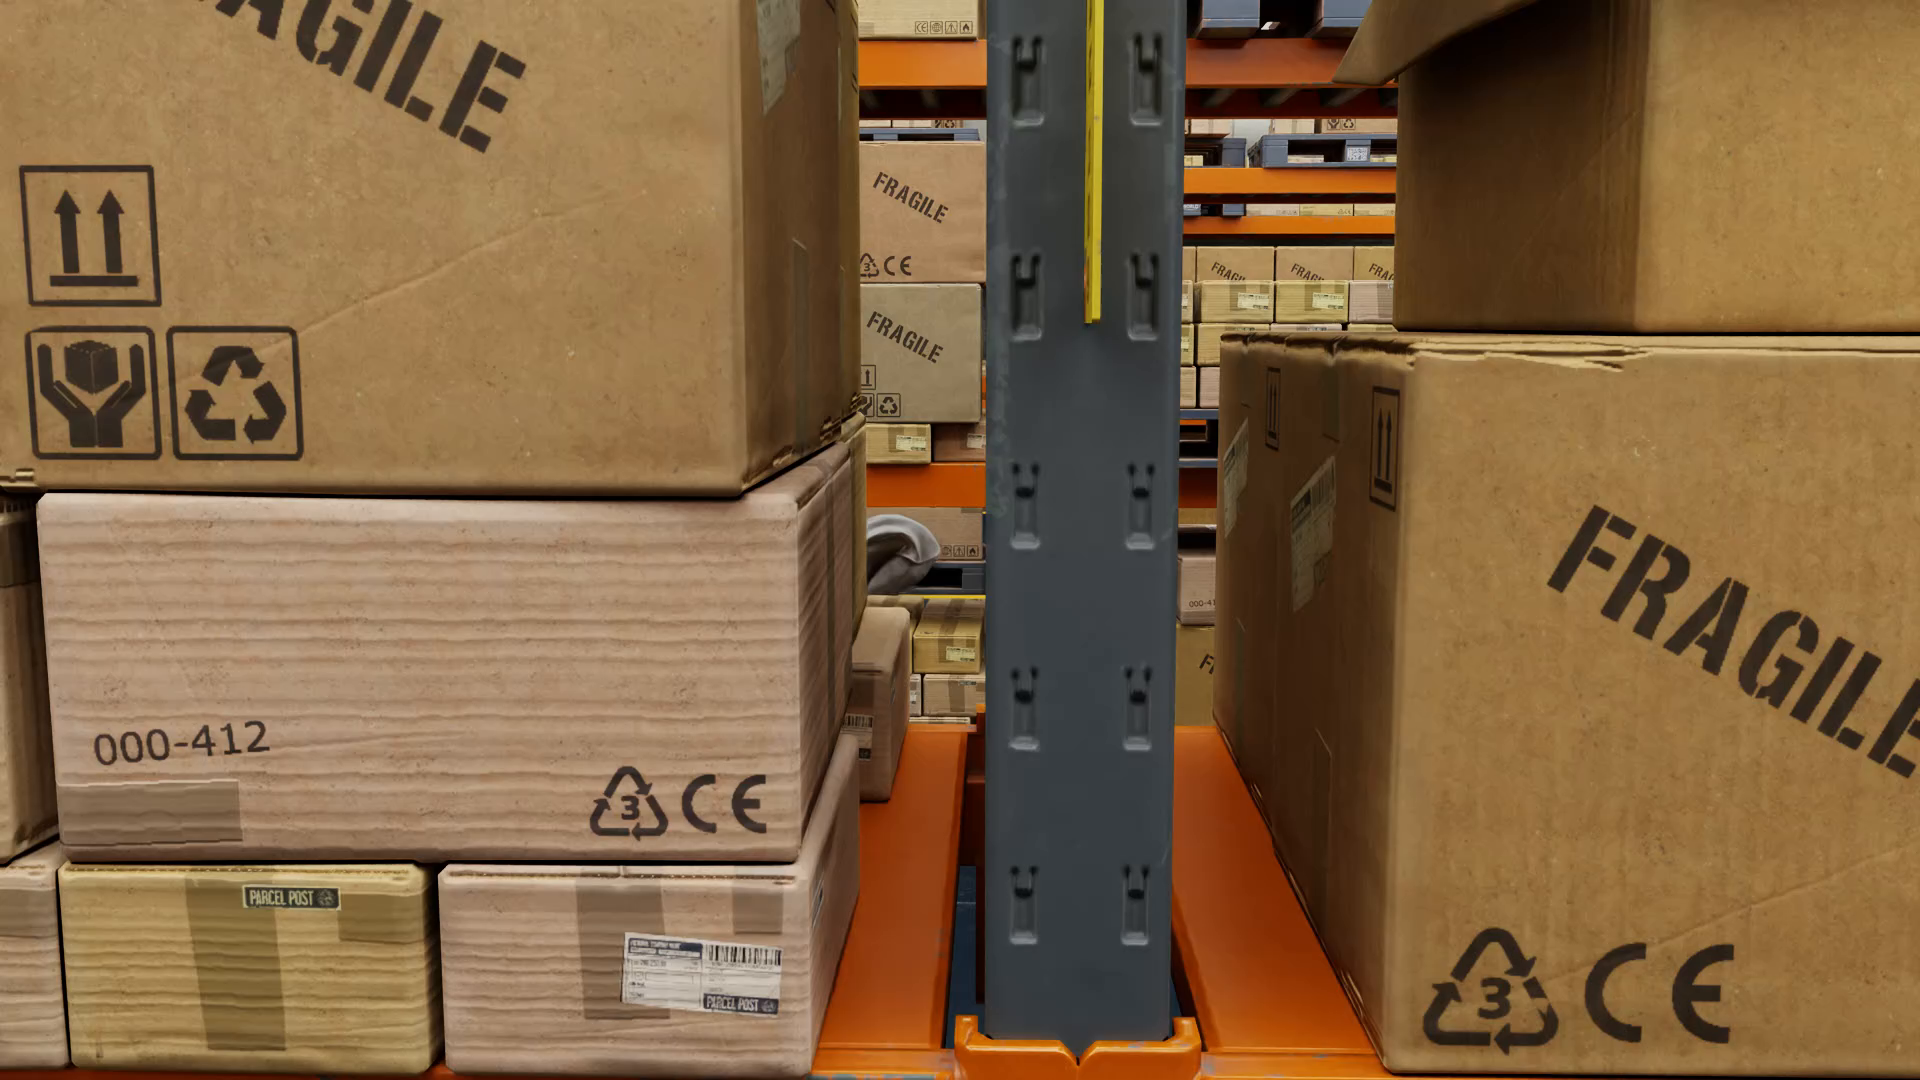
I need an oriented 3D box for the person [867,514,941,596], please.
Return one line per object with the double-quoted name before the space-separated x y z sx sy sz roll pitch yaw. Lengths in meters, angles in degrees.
"person" -0.519 0.318 8.124 0.854 0.887 0.422 -1 8 -10
